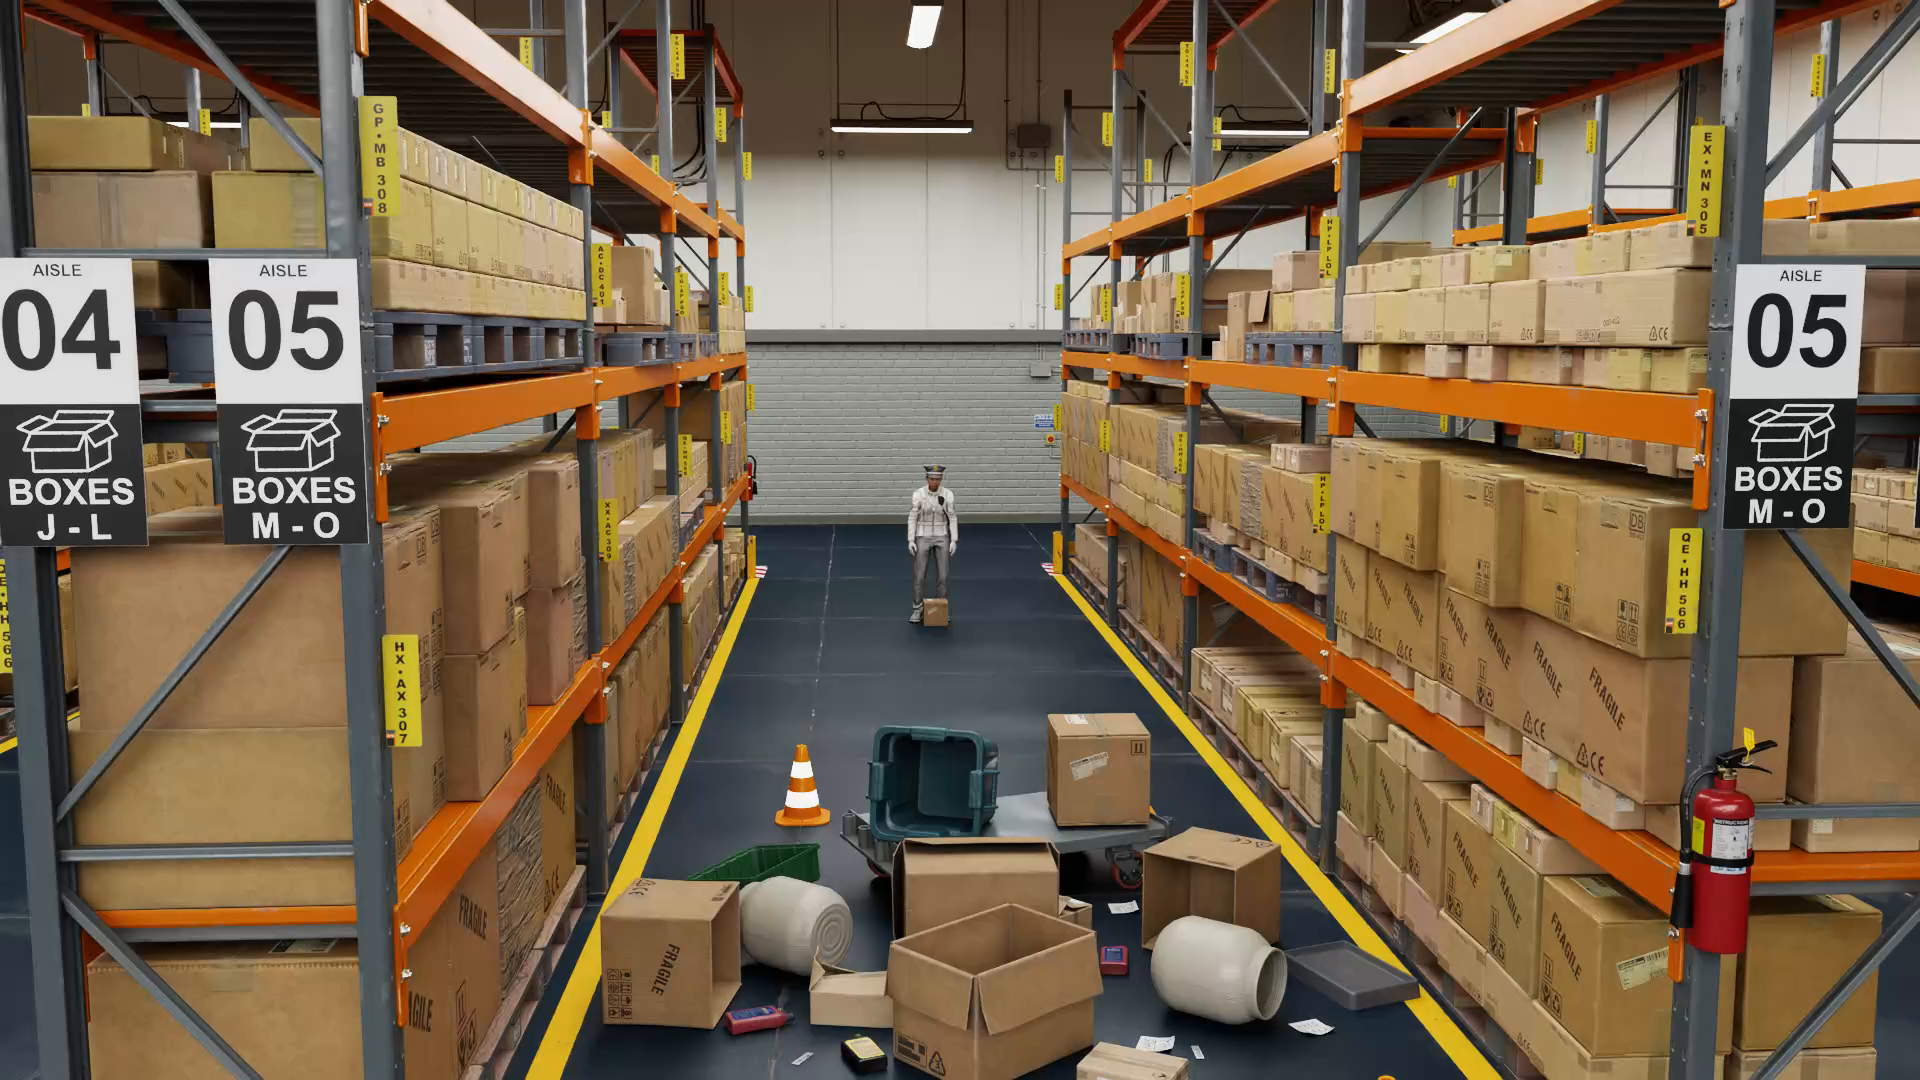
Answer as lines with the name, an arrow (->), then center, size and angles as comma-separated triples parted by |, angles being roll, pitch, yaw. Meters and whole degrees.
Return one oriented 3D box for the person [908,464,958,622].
person -> -0.287, 0.026, 17.525 | 0.530, 1.663, 0.371 | 0, 7, -3
